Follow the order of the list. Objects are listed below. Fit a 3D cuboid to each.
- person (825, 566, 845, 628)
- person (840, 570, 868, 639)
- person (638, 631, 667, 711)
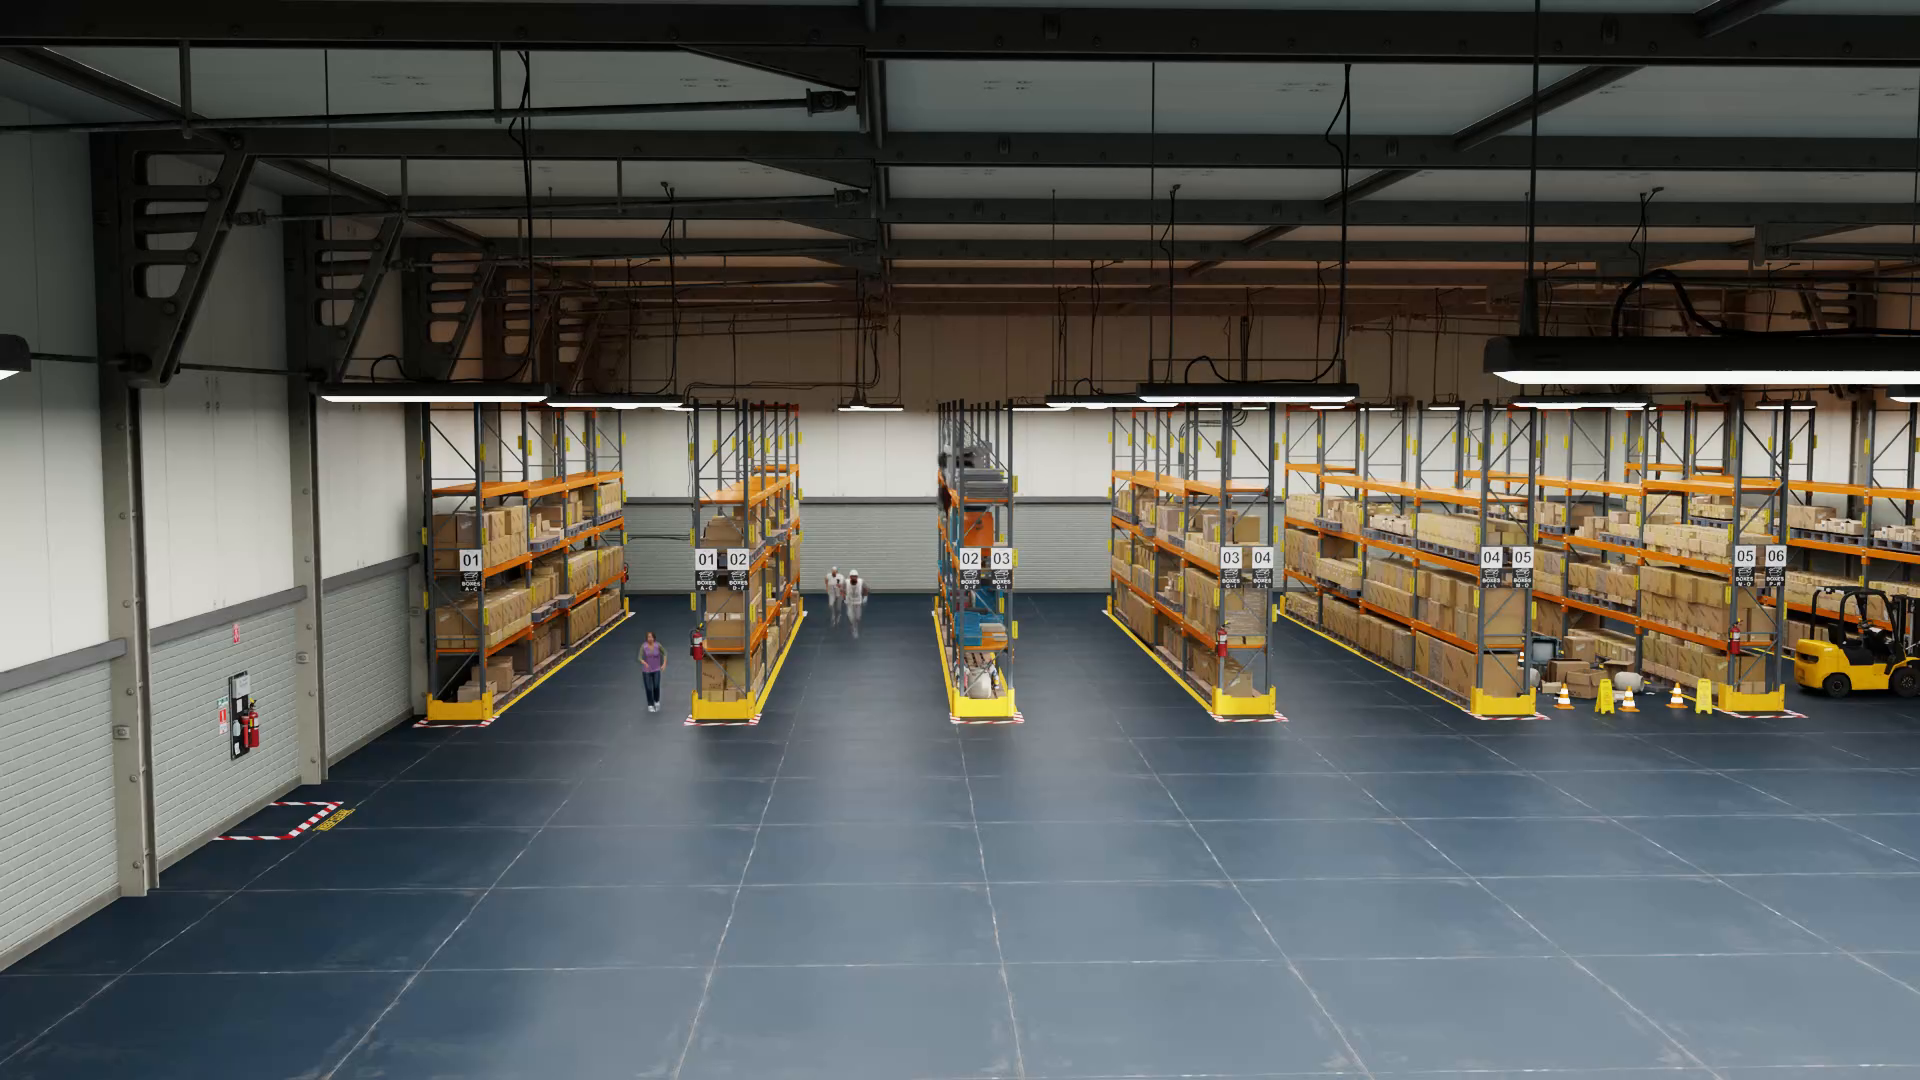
[{"bbox_3d":[-3.344,1.521,44.816,0.601,1.677,0.907,0,4,-2],"label":"person"},{"bbox_3d":[-2.578,1.544,40.377,0.676,1.682,0.768,0,4,-4],"label":"person"},{"bbox_3d":[-5.874,2.517,31.786,0.560,1.562,0.600,-1,4,-10],"label":"person"}]
